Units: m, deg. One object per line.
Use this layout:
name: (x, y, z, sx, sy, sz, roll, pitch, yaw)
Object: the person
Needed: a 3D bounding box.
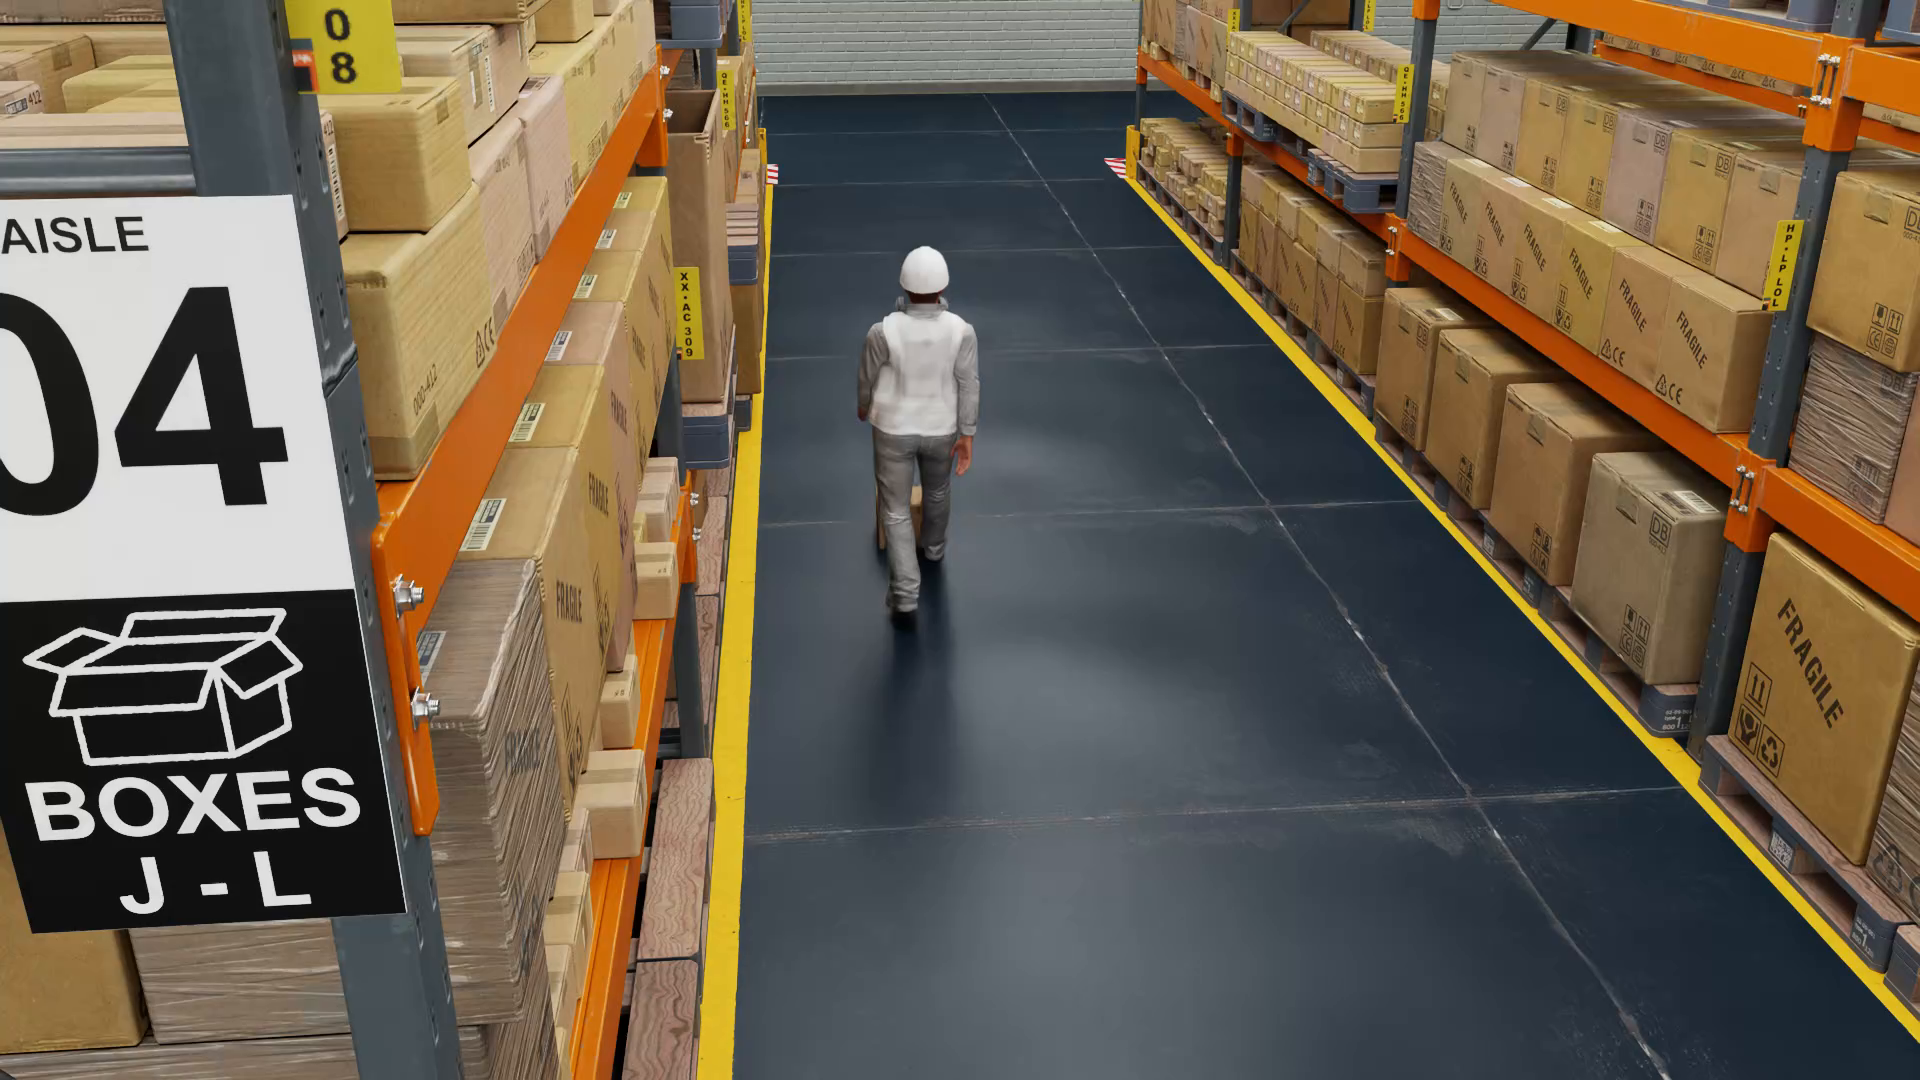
person: (-0.227, -0.579, 7.925, 0.538, 1.721, 1.005, -7, 24, -15)
